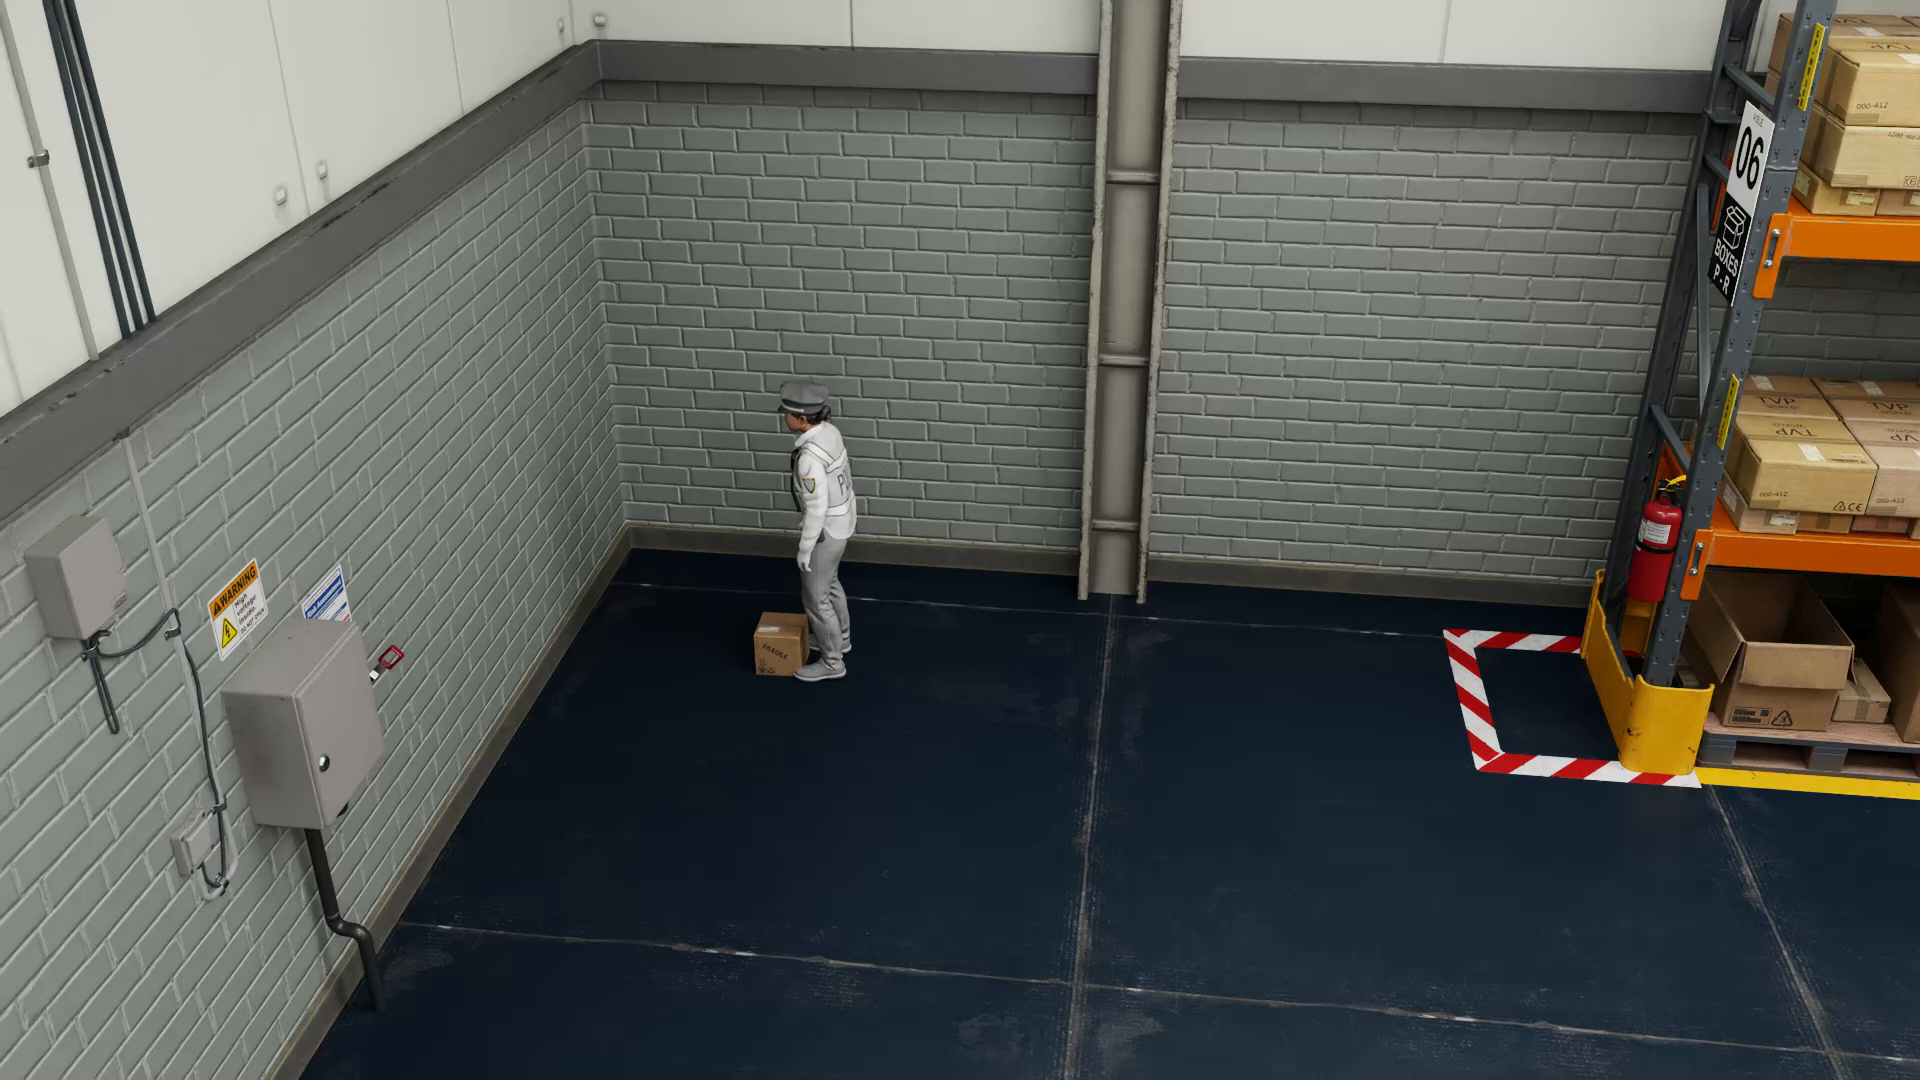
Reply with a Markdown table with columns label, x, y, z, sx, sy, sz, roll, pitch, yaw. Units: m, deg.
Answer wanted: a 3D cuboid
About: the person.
| label | x | y | z | sx | sy | sz | roll | pitch | yaw |
| --- | --- | --- | --- | --- | --- | --- | --- | --- | --- |
| person | -0.731 | -0.044 | 8.701 | 0.371 | 1.664 | 0.529 | 4 | 29 | 7 |
